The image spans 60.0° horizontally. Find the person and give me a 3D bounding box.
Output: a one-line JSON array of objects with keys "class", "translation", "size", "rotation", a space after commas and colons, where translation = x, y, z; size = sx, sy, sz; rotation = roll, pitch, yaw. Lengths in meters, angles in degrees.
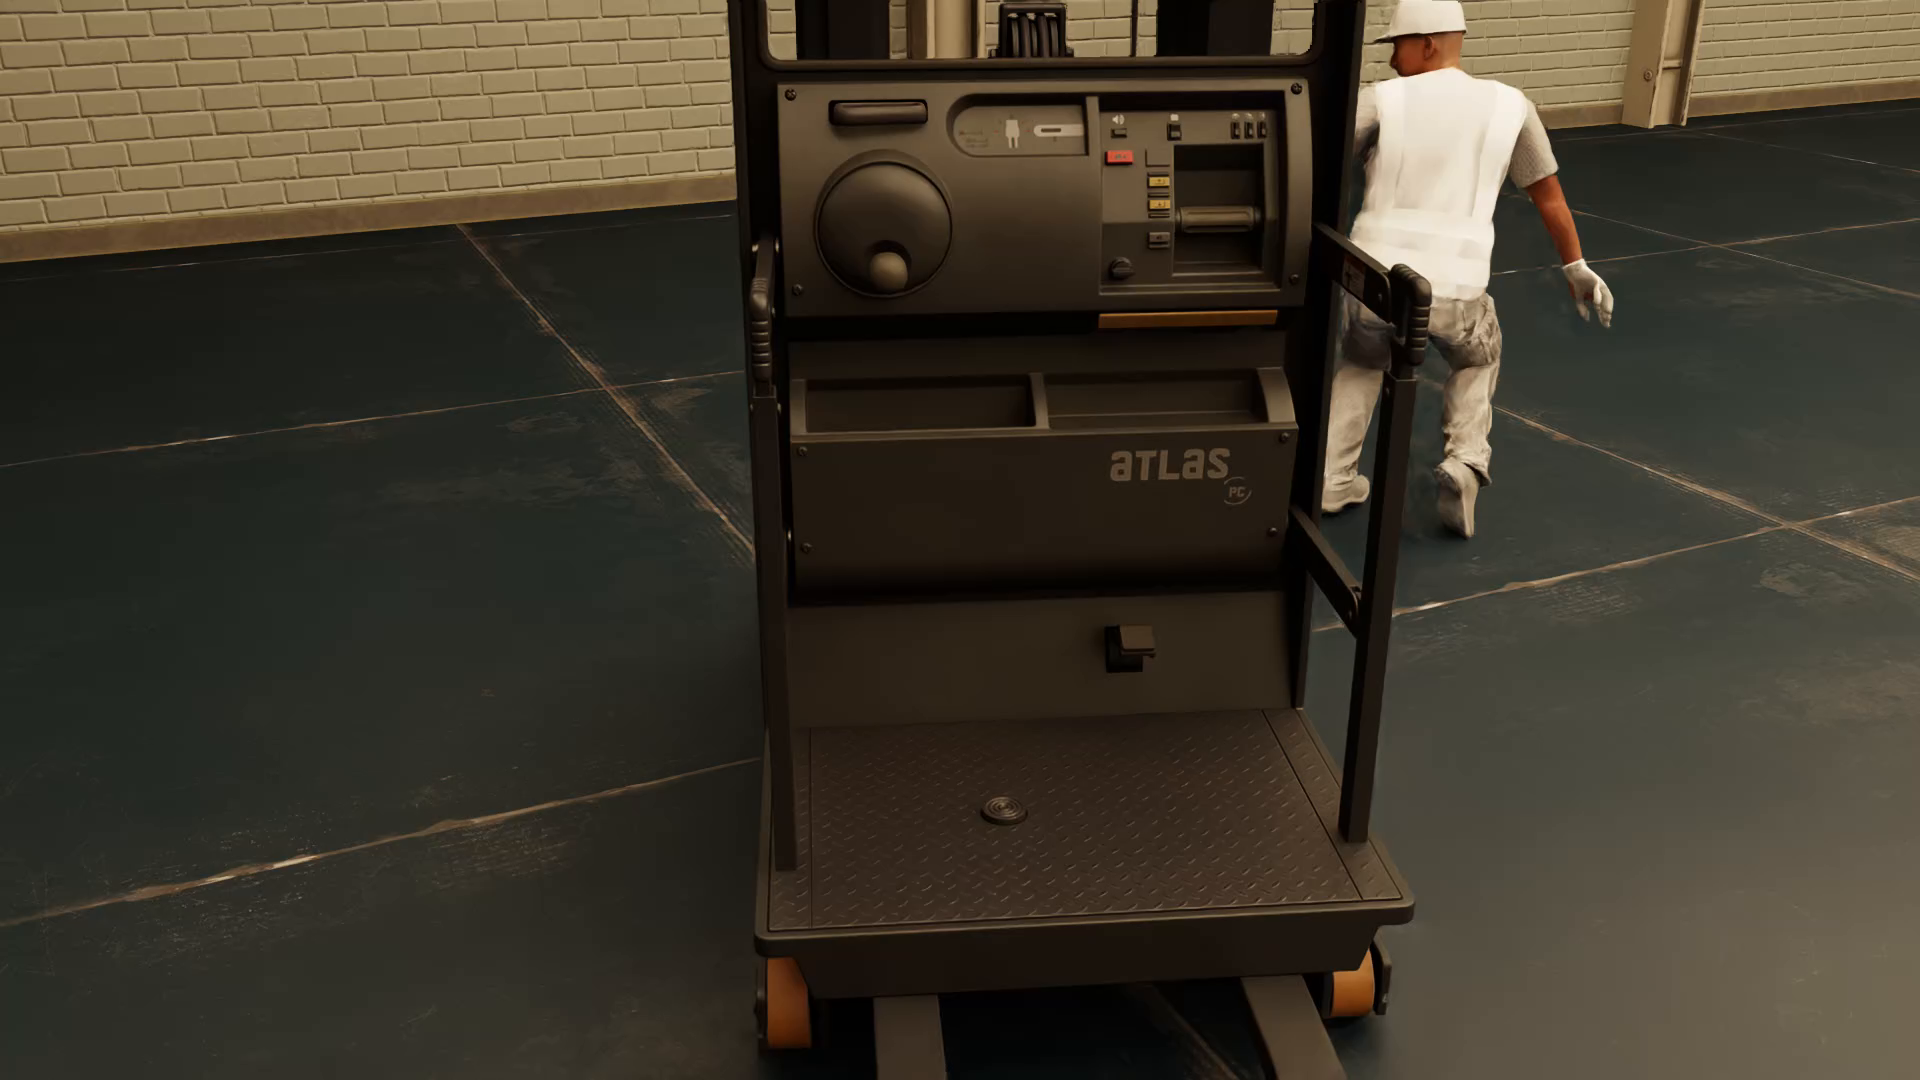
[{"class": "person", "translation": [1.448, -0.810, 5.051], "size": [1.015, 1.625, 0.540], "rotation": [6, 23, 13]}]

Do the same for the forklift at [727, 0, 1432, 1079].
[{"class": "forklift", "translation": [0.172, -0.588, 2.700], "size": [1.130, 2.935, 3.031], "rotation": [-2, 23, -5]}]
